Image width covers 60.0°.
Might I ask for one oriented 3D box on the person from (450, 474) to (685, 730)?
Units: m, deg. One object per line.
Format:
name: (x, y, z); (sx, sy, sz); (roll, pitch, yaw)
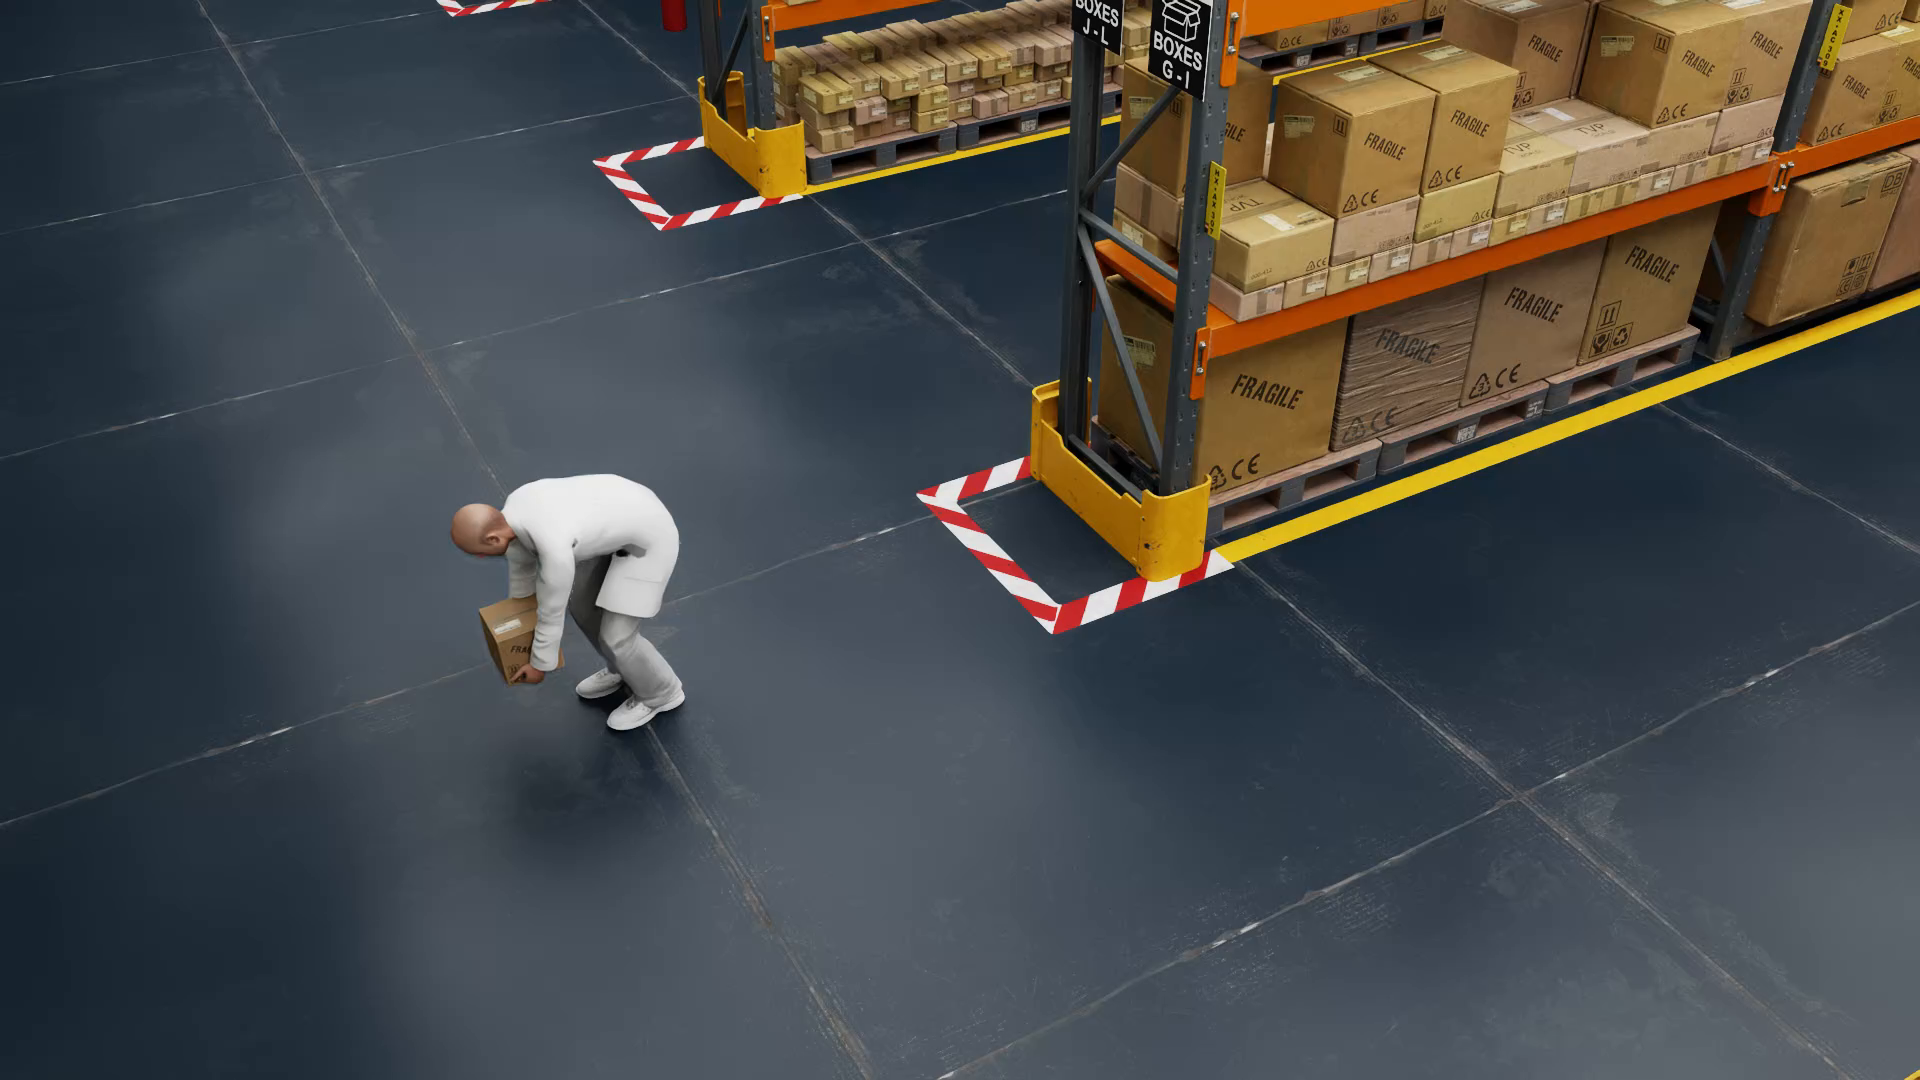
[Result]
person: (-1.614, 0.269, 7.040); (0.917, 1.229, 0.569); (-21, 41, -26)
